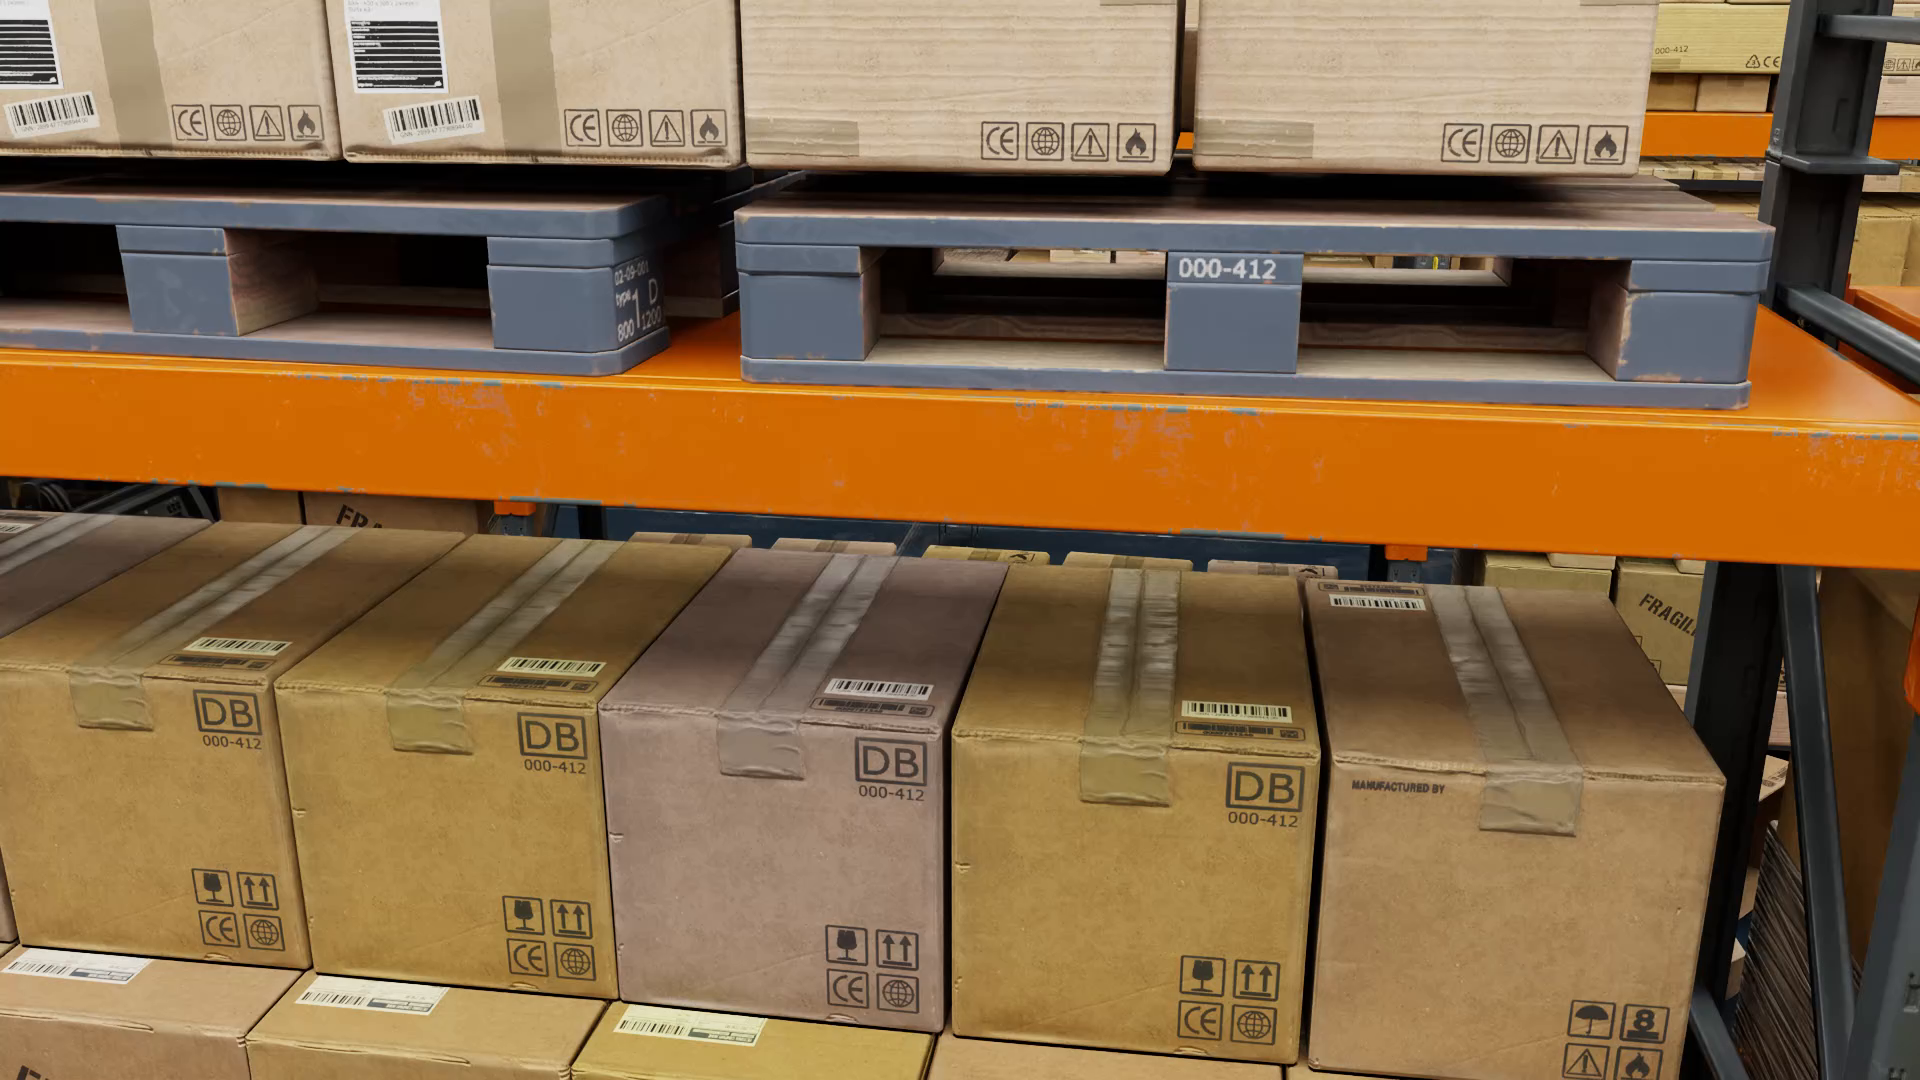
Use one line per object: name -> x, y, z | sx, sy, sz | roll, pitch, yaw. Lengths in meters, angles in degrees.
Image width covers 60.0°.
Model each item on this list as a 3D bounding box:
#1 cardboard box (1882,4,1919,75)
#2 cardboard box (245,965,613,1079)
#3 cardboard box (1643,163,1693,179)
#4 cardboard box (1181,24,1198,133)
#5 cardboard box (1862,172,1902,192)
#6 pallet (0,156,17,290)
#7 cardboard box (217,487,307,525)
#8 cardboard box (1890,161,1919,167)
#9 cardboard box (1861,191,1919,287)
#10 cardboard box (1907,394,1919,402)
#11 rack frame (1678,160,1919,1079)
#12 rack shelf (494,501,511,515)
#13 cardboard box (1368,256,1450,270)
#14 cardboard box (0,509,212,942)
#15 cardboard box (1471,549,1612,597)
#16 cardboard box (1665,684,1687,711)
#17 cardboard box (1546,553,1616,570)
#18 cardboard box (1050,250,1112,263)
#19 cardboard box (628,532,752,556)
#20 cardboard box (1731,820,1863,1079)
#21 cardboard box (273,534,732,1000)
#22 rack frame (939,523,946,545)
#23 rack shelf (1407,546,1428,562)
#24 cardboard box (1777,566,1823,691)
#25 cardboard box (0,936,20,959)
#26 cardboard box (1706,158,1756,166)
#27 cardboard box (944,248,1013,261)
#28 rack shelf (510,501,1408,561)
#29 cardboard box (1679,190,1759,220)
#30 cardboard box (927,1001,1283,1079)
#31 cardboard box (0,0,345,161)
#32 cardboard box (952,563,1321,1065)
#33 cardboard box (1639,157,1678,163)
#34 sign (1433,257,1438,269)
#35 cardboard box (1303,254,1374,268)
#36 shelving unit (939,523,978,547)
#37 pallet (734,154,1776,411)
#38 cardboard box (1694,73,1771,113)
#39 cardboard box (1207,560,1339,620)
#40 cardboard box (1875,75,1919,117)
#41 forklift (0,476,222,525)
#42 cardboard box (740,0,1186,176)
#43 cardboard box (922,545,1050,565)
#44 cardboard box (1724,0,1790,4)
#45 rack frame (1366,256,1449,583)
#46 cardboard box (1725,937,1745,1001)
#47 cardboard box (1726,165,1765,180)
cardboard box -> 3.363, -1.922, 6.360 | 0.500, 0.250, 0.500 | 3, 19, 9
cardboard box -> -0.773, 0.901, 2.726 | 0.500, 0.500, 0.500 | 3, 19, 8
cardboard box -> 4.800, -2.467, 11.300 | 0.250, 0.149, 0.380 | 3, 19, 9
cardboard box -> 0.299, -0.714, 2.558 | 0.380, 0.149, 0.250 | 3, 19, 9
cardboard box -> 6.067, -2.394, 11.083 | 0.250, 0.149, 0.380 | 3, 19, 9
pallet -> -2.021, -0.552, 2.796 | 1.003, 0.211, 1.213 | 4, 19, 11
cardboard box -> -3.529, -0.089, 8.530 | 0.875, 0.875, 0.875 | 3, 19, 9
cardboard box -> 6.405, -2.523, 11.469 | 0.250, 0.149, 0.380 | 3, 19, 8
cardboard box -> 3.891, -1.098, 6.656 | 0.500, 0.500, 0.700 | 3, 19, 8
cardboard box -> 3.855, -0.602, 6.749 | 0.500, 0.500, 0.500 | 3, 19, 9
rack frame -> 1.284, 0.966, 2.688 | 0.127, 3.000, 1.000 | 3, 19, 9
rack shelf -> -3.955, -0.550, 8.355 | 4.000, 0.370, 1.077 | 3, 19, 9
cardboard box -> 3.150, -2.088, 11.659 | 0.500, 0.500, 0.500 | 2, 19, 7
cardboard box -> -1.724, 0.294, 2.963 | 0.500, 0.500, 0.700 | 3, 19, 8
cardboard box -> 2.509, 0.274, 7.247 | 0.500, 0.500, 0.500 | 4, 19, 11
cardboard box -> 3.038, 0.653, 7.296 | 0.500, 0.250, 0.500 | 4, 19, 12
cardboard box -> 2.623, -0.009, 7.069 | 0.250, 0.149, 0.380 | 3, 19, 9
cardboard box -> 0.521, -1.274, 7.074 | 0.250, 0.149, 0.380 | 2, 19, 6
cardboard box -> -1.424, 0.288, 8.196 | 0.625, 0.372, 0.950 | 2, 19, 5
cardboard box -> 1.650, 0.910, 2.620 | 0.550, 0.550, 0.875 | 3, 19, 9
cardboard box -> -0.713, 0.345, 2.812 | 0.500, 0.500, 0.700 | 3, 19, 8
rack frame -> -0.108, -0.432, 10.177 | 0.006, 0.900, 0.240 | 3, 19, 9
rack shelf -> 3.944, -0.148, 7.151 | 4.000, 0.370, 1.077 | 3, 19, 9
cardboard box -> 3.551, 0.324, 7.098 | 0.500, 0.500, 0.500 | 4, 19, 12
cardboard box -> -1.763, 0.849, 2.880 | 0.500, 0.500, 0.500 | 3, 19, 8
cardboard box -> 5.382, -2.579, 11.634 | 0.250, 0.149, 0.380 | 4, 19, 10
cardboard box -> -0.039, -1.007, 7.298 | 0.500, 0.500, 0.500 | 2, 19, 7
rack shelf -> -0.005, -0.349, 7.753 | 4.000, 0.370, 1.077 | 3, 19, 9
cardboard box -> 2.870, -1.130, 6.750 | 0.500, 0.500, 0.700 | 3, 19, 9
cardboard box -> 0.227, 0.951, 2.576 | 0.500, 0.500, 0.500 | 3, 19, 8
cardboard box -> -0.984, -0.705, 2.278 | 0.500, 0.311, 0.500 | 3, 19, 8
cardboard box -> 0.285, 0.396, 2.658 | 0.500, 0.500, 0.700 | 3, 19, 8
cardboard box -> 4.882, -2.610, 11.728 | 0.250, 0.149, 0.380 | 3, 19, 9
sign -> 1.885, -0.965, 6.634 | 0.005, 0.325, 0.100 | 3, 19, 9
cardboard box -> 1.477, -0.929, 7.063 | 0.500, 0.500, 0.500 | 3, 19, 8
shelving unit -> -0.008, -0.427, 10.162 | 0.210, 0.900, 0.258 | 3, 19, 9
pallet -> 0.371, -0.396, 2.334 | 1.217, 0.209, 0.805 | 2, 19, 6
cardboard box -> 2.991, -1.767, 6.525 | 0.250, 0.149, 0.380 | 3, 19, 10
cardboard box -> 1.451, 0.432, 7.765 | 0.625, 0.372, 0.950 | 3, 19, 9
cardboard box -> 3.497, -1.708, 6.349 | 0.250, 0.149, 0.380 | 3, 19, 8
forklift -> -2.623, 0.044, 5.553 | 3.031, 2.935, 1.130 | 4, 19, 11
cardboard box -> 0.030, -0.625, 2.133 | 0.500, 0.250, 0.500 | 3, 19, 8
cardboard box -> 0.054, 0.362, 7.973 | 0.625, 0.372, 0.950 | 4, 19, 10
cardboard box -> 3.004, -2.111, 6.298 | 0.250, 0.149, 0.380 | 3, 19, 8
rack frame -> 1.969, -0.590, 7.338 | 0.127, 3.000, 1.000 | 3, 19, 9
cardboard box -> 2.433, 1.420, 5.640 | 0.396, 0.266, 0.258 | -11, 21, -29
cardboard box -> 5.295, -2.413, 11.139 | 0.250, 0.149, 0.380 | 3, 19, 10
